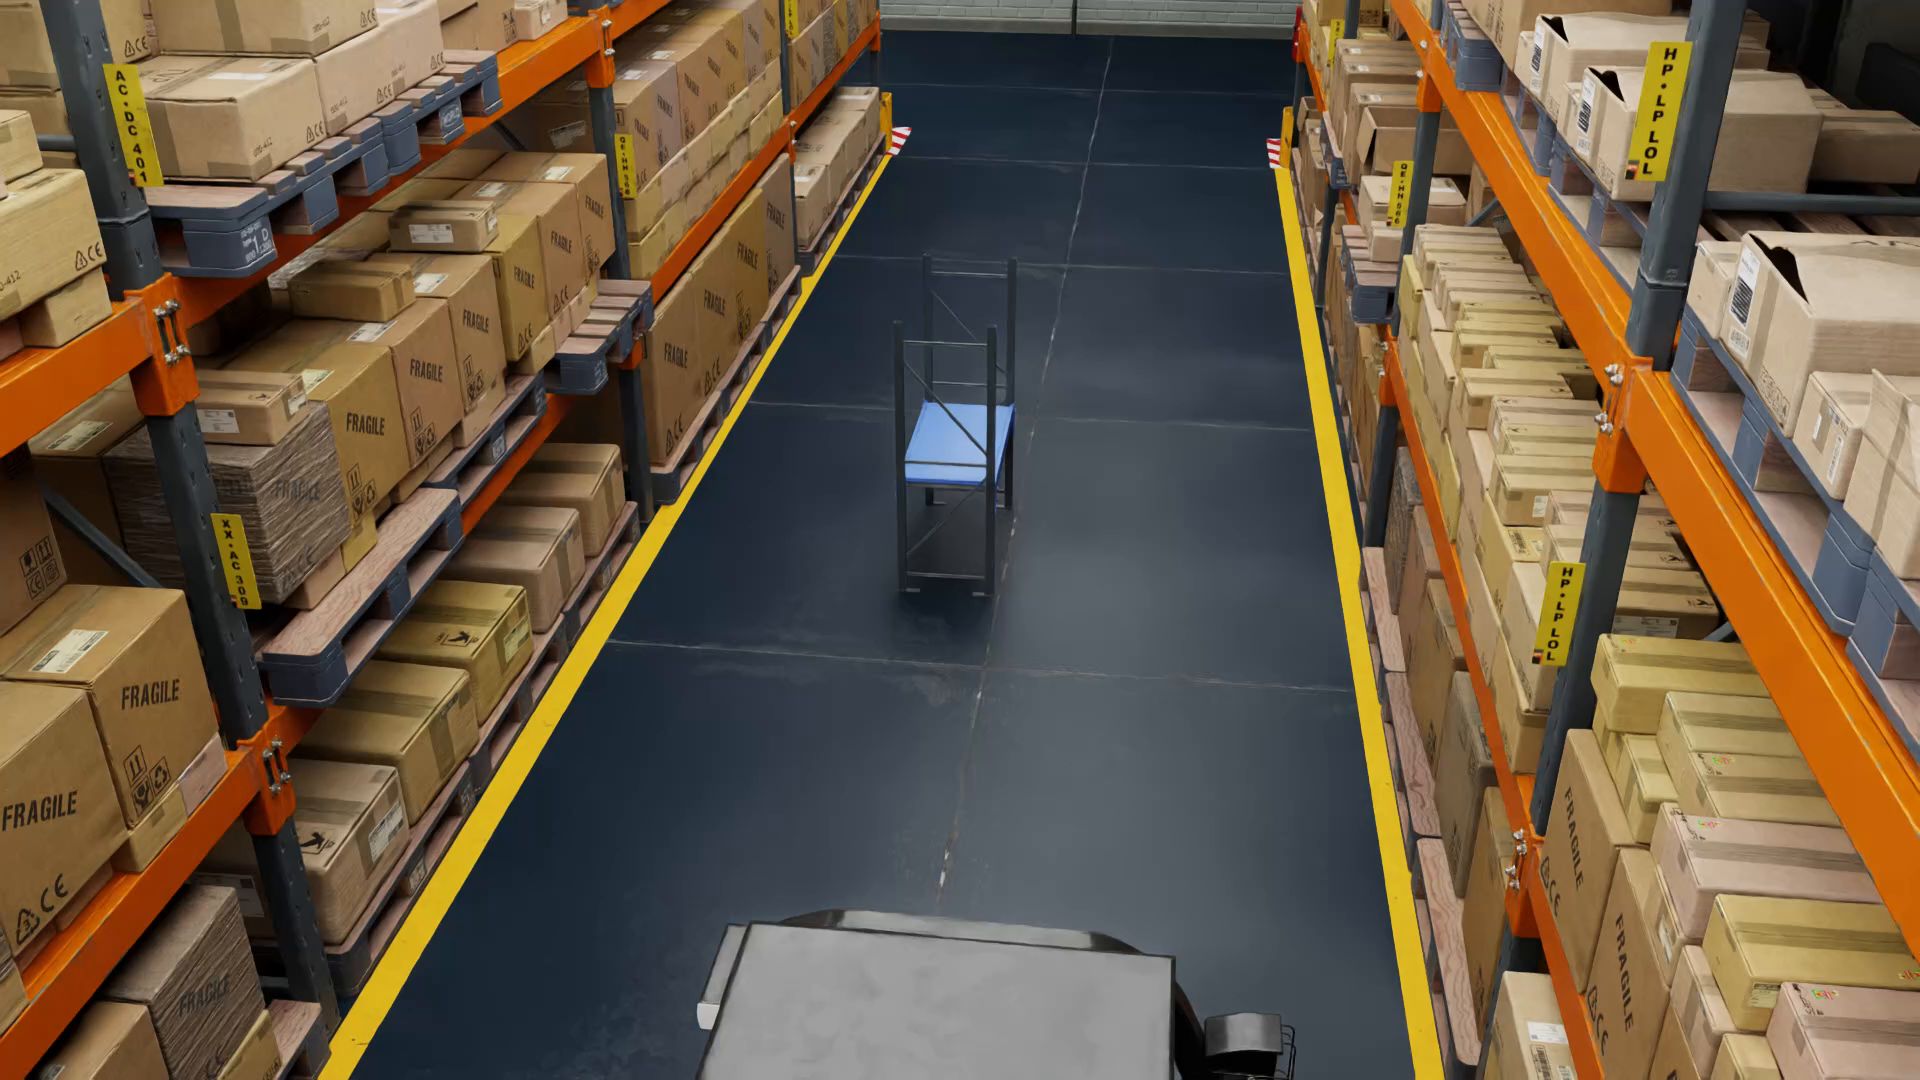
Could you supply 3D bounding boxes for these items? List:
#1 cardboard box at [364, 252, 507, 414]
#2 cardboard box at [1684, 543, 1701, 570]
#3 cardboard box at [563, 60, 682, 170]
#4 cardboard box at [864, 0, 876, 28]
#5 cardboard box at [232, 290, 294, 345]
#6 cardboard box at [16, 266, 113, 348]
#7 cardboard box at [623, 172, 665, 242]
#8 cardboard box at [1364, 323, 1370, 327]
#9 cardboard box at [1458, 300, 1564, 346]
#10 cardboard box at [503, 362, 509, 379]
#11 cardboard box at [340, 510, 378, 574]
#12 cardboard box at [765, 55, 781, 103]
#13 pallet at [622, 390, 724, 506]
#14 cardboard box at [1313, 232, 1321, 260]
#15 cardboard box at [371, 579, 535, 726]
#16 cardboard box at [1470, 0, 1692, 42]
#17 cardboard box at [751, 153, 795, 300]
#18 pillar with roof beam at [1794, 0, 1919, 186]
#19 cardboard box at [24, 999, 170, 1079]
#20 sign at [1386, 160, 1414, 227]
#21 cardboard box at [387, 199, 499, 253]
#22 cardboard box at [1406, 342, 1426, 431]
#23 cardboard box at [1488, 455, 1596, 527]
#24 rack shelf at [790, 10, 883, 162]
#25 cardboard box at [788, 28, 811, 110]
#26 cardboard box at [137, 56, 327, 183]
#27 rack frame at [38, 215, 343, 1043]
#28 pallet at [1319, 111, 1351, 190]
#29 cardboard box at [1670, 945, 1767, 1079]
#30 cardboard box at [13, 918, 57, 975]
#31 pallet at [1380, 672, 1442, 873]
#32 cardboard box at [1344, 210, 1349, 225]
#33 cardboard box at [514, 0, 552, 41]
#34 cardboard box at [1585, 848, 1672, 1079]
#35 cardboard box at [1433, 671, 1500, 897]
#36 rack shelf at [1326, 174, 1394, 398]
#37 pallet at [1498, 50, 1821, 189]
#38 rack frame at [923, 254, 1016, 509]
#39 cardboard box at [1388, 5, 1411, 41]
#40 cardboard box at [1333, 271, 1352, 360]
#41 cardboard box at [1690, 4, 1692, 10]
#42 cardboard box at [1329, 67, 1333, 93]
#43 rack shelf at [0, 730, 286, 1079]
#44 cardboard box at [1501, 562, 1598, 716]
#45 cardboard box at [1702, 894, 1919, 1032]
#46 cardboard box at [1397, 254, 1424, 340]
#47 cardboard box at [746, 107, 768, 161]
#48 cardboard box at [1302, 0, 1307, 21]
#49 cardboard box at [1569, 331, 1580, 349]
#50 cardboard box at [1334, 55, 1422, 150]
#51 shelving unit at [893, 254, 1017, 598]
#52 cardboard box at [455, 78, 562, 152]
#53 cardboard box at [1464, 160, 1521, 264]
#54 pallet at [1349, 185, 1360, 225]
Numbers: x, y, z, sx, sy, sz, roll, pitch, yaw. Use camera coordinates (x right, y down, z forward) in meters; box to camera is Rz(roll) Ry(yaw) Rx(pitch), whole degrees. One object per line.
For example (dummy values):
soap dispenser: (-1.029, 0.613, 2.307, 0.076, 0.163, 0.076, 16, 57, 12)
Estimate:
cardboard box: (-2.210, -0.854, 6.811, 0.500, 0.500, 0.500, 2, 28, 4)
cardboard box: (2.575, 0.093, 5.546, 0.500, 0.250, 0.500, 3, 28, 6)
cardboard box: (-1.895, -2.399, 9.381, 0.500, 0.500, 0.500, 3, 29, 6)
cardboard box: (-1.066, -5.030, 15.319, 0.500, 0.500, 0.500, 4, 29, 6)
cardboard box: (-2.782, -0.647, 6.426, 0.500, 0.500, 0.500, 4, 29, 8)
cardboard box: (-2.475, -0.623, 4.347, 0.380, 0.149, 0.250, 3, 29, 6)
cardboard box: (-1.942, -1.841, 9.136, 0.500, 0.250, 0.500, 3, 28, 6)
cardboard box: (2.677, -1.416, 10.224, 0.380, 0.149, 0.250, 2, 28, 4)
cardboard box: (2.288, -0.881, 6.933, 0.380, 0.149, 0.250, 4, 29, 7)
cardboard box: (-2.218, -0.758, 7.317, 0.380, 0.149, 0.250, 4, 29, 7)
cardboard box: (-2.319, -0.013, 5.934, 0.380, 0.149, 0.250, 4, 29, 7)
cardboard box: (-1.572, -3.278, 11.803, 0.500, 0.250, 0.500, 3, 28, 6)
pallet: (-2.078, -0.602, 10.145, 1.003, 0.211, 1.213, 3, 28, 6)
cardboard box: (2.944, -2.268, 12.860, 0.380, 0.149, 0.250, 3, 28, 5)
cardboard box: (-2.510, 0.479, 7.526, 0.950, 0.372, 0.625, 4, 29, 8)
cardboard box: (2.384, -2.199, 6.354, 0.700, 0.500, 0.500, 3, 28, 5)
cardboard box: (-1.756, -2.299, 12.151, 0.875, 0.875, 0.875, 4, 29, 8)
pillar with roof beam: (-0.861, -3.401, 6.075, 9.100, 9.000, 0.400, 3, 28, 6)
cardboard box: (-2.606, 1.649, 4.692, 0.500, 0.500, 0.500, 4, 29, 7)
sign: (2.137, -1.678, 8.065, 0.100, 0.325, 0.005, 3, 28, 6)
cardboard box: (-2.170, -1.322, 6.995, 0.380, 0.149, 0.250, 2, 28, 4)
cardboard box: (2.314, -0.679, 7.506, 0.500, 0.250, 0.500, 3, 28, 5)
cardboard box: (2.005, -0.163, 5.600, 0.380, 0.149, 0.250, 2, 28, 5)
rack shelf: (-1.514, -3.970, 14.216, 1.077, 0.370, 4.000, 3, 28, 6)
cardboard box: (-1.442, -3.595, 12.655, 0.500, 0.500, 0.500, 4, 29, 8)
cardboard box: (-2.270, -1.271, 4.999, 0.500, 0.250, 0.500, 3, 28, 5)
rack frame: (-2.740, 0.420, 5.308, 1.000, 3.000, 0.127, 3, 28, 6)
pallet: (2.961, -2.605, 11.124, 1.003, 0.211, 1.213, 3, 28, 6)
cardboard box: (1.715, 0.993, 3.454, 0.380, 0.149, 0.250, 3, 28, 6)
cardboard box: (-2.654, 1.052, 4.399, 0.380, 0.149, 0.250, 3, 28, 5)
pallet: (2.386, 1.009, 7.154, 1.003, 0.211, 1.213, 3, 28, 6)
cardboard box: (2.875, -2.281, 11.517, 0.380, 0.149, 0.250, 2, 28, 4)
cardboard box: (-2.102, -2.395, 7.635, 0.380, 0.149, 0.250, 3, 28, 6)
cardboard box: (1.826, 1.103, 3.935, 0.500, 0.500, 0.500, 4, 29, 7)
cardboard box: (2.343, 0.956, 6.373, 0.875, 0.625, 0.625, 3, 28, 6)
rack shelf: (2.922, -1.801, 10.188, 1.077, 0.370, 4.000, 3, 28, 6)
pallet: (2.549, -1.562, 6.024, 1.003, 0.211, 1.213, 5, 29, 9)
rack frame: (0.052, -0.859, 9.264, 0.500, 1.500, 0.032, 3, 28, 6)
cardboard box: (3.614, -4.139, 12.825, 0.500, 0.500, 0.500, 3, 28, 5)
cardboard box: (2.764, -1.443, 10.958, 0.500, 0.500, 0.500, 3, 28, 5)
cardboard box: (2.843, -2.304, 6.811, 0.500, 0.250, 0.500, 3, 28, 6)
cardboard box: (2.988, -3.378, 12.202, 0.500, 0.250, 0.500, 4, 29, 7)
rack shelf: (-2.985, 1.678, 3.731, 1.077, 0.370, 4.000, 3, 28, 6)
cardboard box: (1.994, 0.307, 5.149, 0.500, 0.250, 0.500, 3, 28, 5)
cardboard box: (1.750, 0.867, 3.375, 0.380, 0.149, 0.250, 3, 28, 5)
cardboard box: (2.356, -1.137, 7.829, 0.500, 0.250, 0.500, 3, 28, 6)
cardboard box: (-1.628, -2.814, 11.469, 0.500, 0.250, 0.500, 3, 28, 5)
cardboard box: (3.334, -4.809, 14.858, 0.500, 0.250, 0.500, 4, 29, 6)
cardboard box: (2.755, -0.855, 6.884, 0.380, 0.149, 0.250, 3, 28, 6)
cardboard box: (2.823, -2.829, 10.791, 0.700, 0.500, 0.500, 4, 29, 7)
shelving unit: (-0.010, -0.620, 8.820, 0.538, 1.500, 1.048, 3, 28, 6)
cardboard box: (-2.446, -2.206, 9.022, 0.500, 0.500, 0.500, 3, 28, 5)
cardboard box: (2.895, -1.638, 8.580, 0.500, 0.500, 0.500, 5, 29, 9)
pallet: (2.911, -2.007, 10.016, 1.003, 0.211, 1.213, 3, 28, 6)
